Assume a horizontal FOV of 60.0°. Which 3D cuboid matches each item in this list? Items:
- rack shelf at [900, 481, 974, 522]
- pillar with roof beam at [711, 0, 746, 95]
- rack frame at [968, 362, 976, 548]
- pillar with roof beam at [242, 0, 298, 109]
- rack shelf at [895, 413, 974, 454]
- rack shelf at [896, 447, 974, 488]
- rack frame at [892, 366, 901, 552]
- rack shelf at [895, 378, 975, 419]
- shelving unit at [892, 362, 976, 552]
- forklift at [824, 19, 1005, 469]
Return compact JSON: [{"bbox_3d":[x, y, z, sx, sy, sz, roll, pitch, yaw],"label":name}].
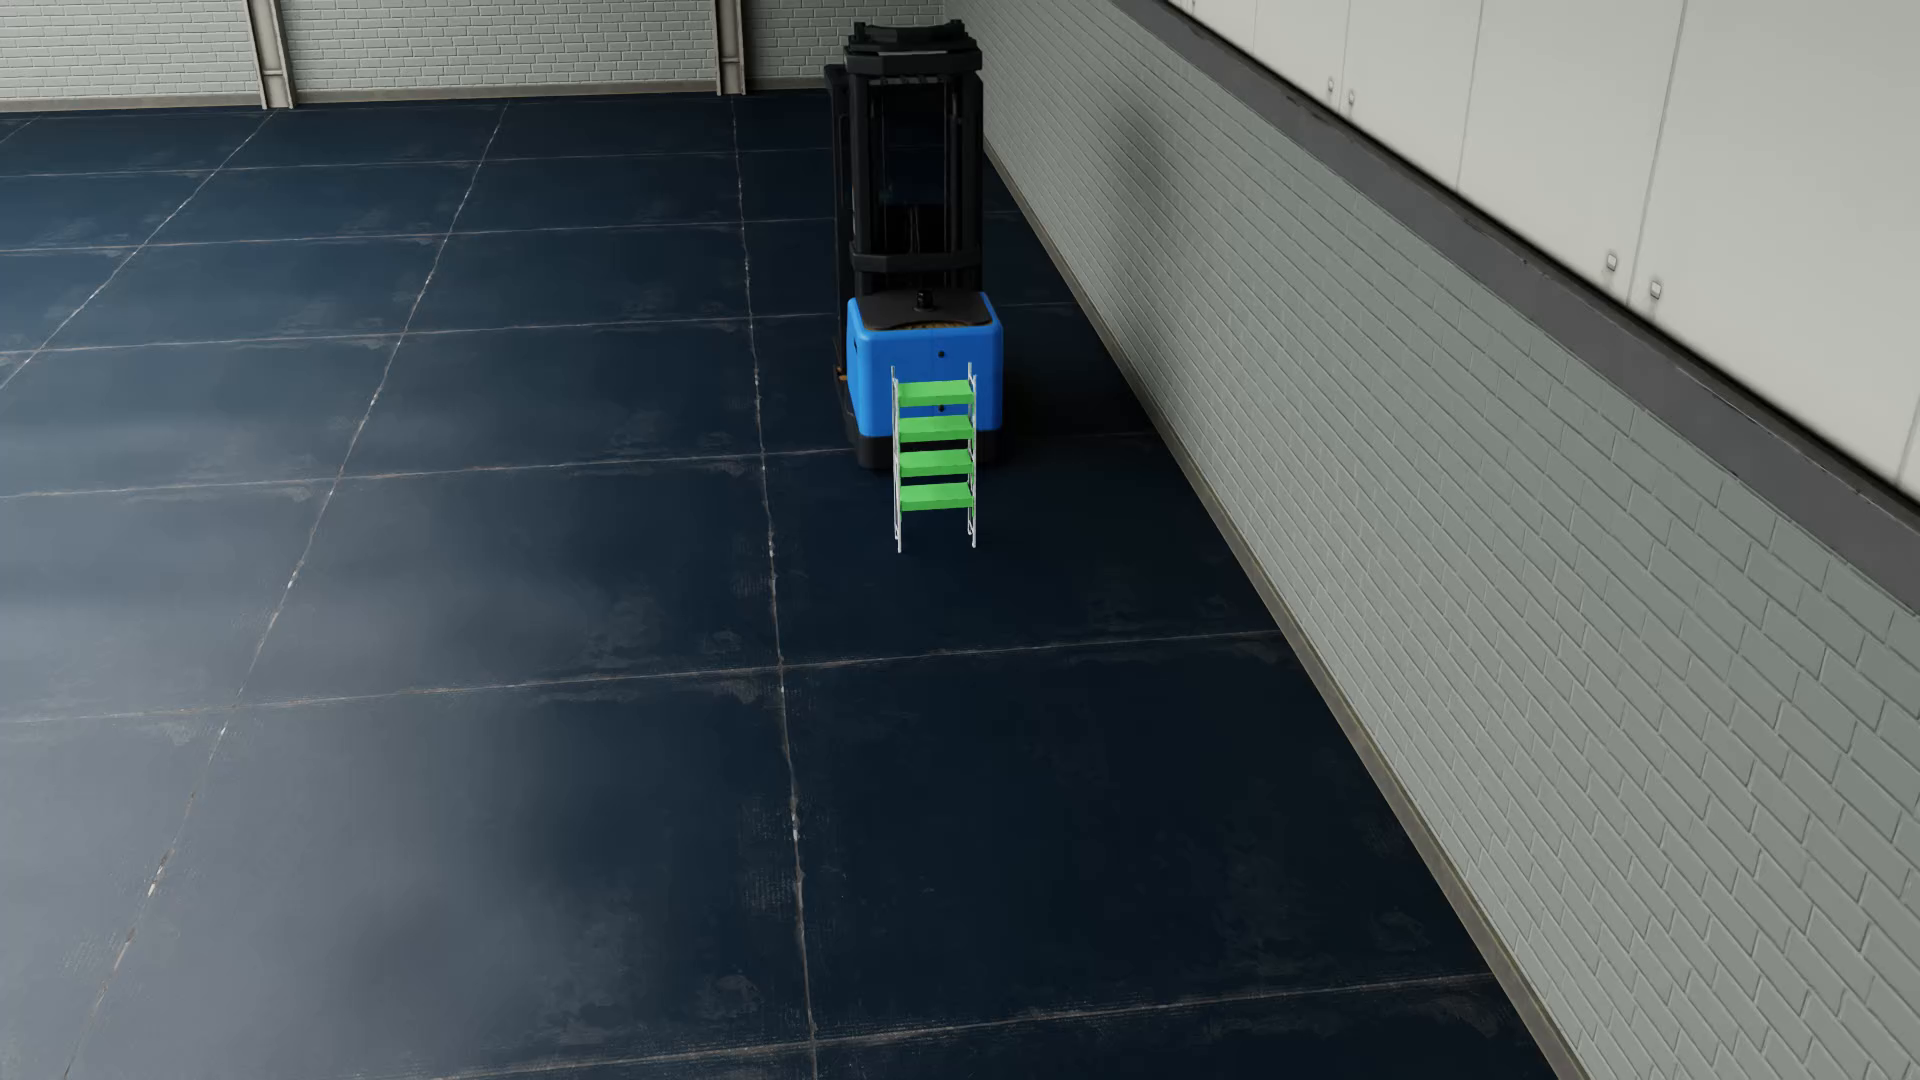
[{"bbox_3d":[-0.164,-0.253,10.797,0.480,0.148,0.258,-4,27,-7],"label":"rack shelf"},{"bbox_3d":[-2.565,-8.256,17.186,0.400,9.000,9.100,-4,27,-7],"label":"pillar with roof beam"},{"bbox_3d":[0.078,-0.539,10.688,0.015,1.200,0.240,-4,27,-7],"label":"rack frame"},{"bbox_3d":[-8.506,-7.875,16.442,0.400,9.000,9.100,-4,27,-7],"label":"pillar with roof beam"},{"bbox_3d":[-0.164,-0.680,10.578,0.480,0.148,0.258,-4,27,-7],"label":"rack shelf"},{"bbox_3d":[-0.164,-0.466,10.687,0.480,0.148,0.258,-4,27,-7],"label":"rack shelf"},{"bbox_3d":[-0.406,-0.508,10.628,0.015,1.200,0.240,-4,27,-7],"label":"rack frame"},{"bbox_3d":[-0.164,-0.894,10.468,0.480,0.148,0.258,-4,27,-7],"label":"rack shelf"},{"bbox_3d":[-0.164,-0.523,10.658,0.503,1.200,0.258,-4,27,-7],"label":"shelving unit"},{"bbox_3d":[-0.413,-2.456,12.528,1.130,2.935,3.031,-4,27,-8],"label":"forklift"}]
